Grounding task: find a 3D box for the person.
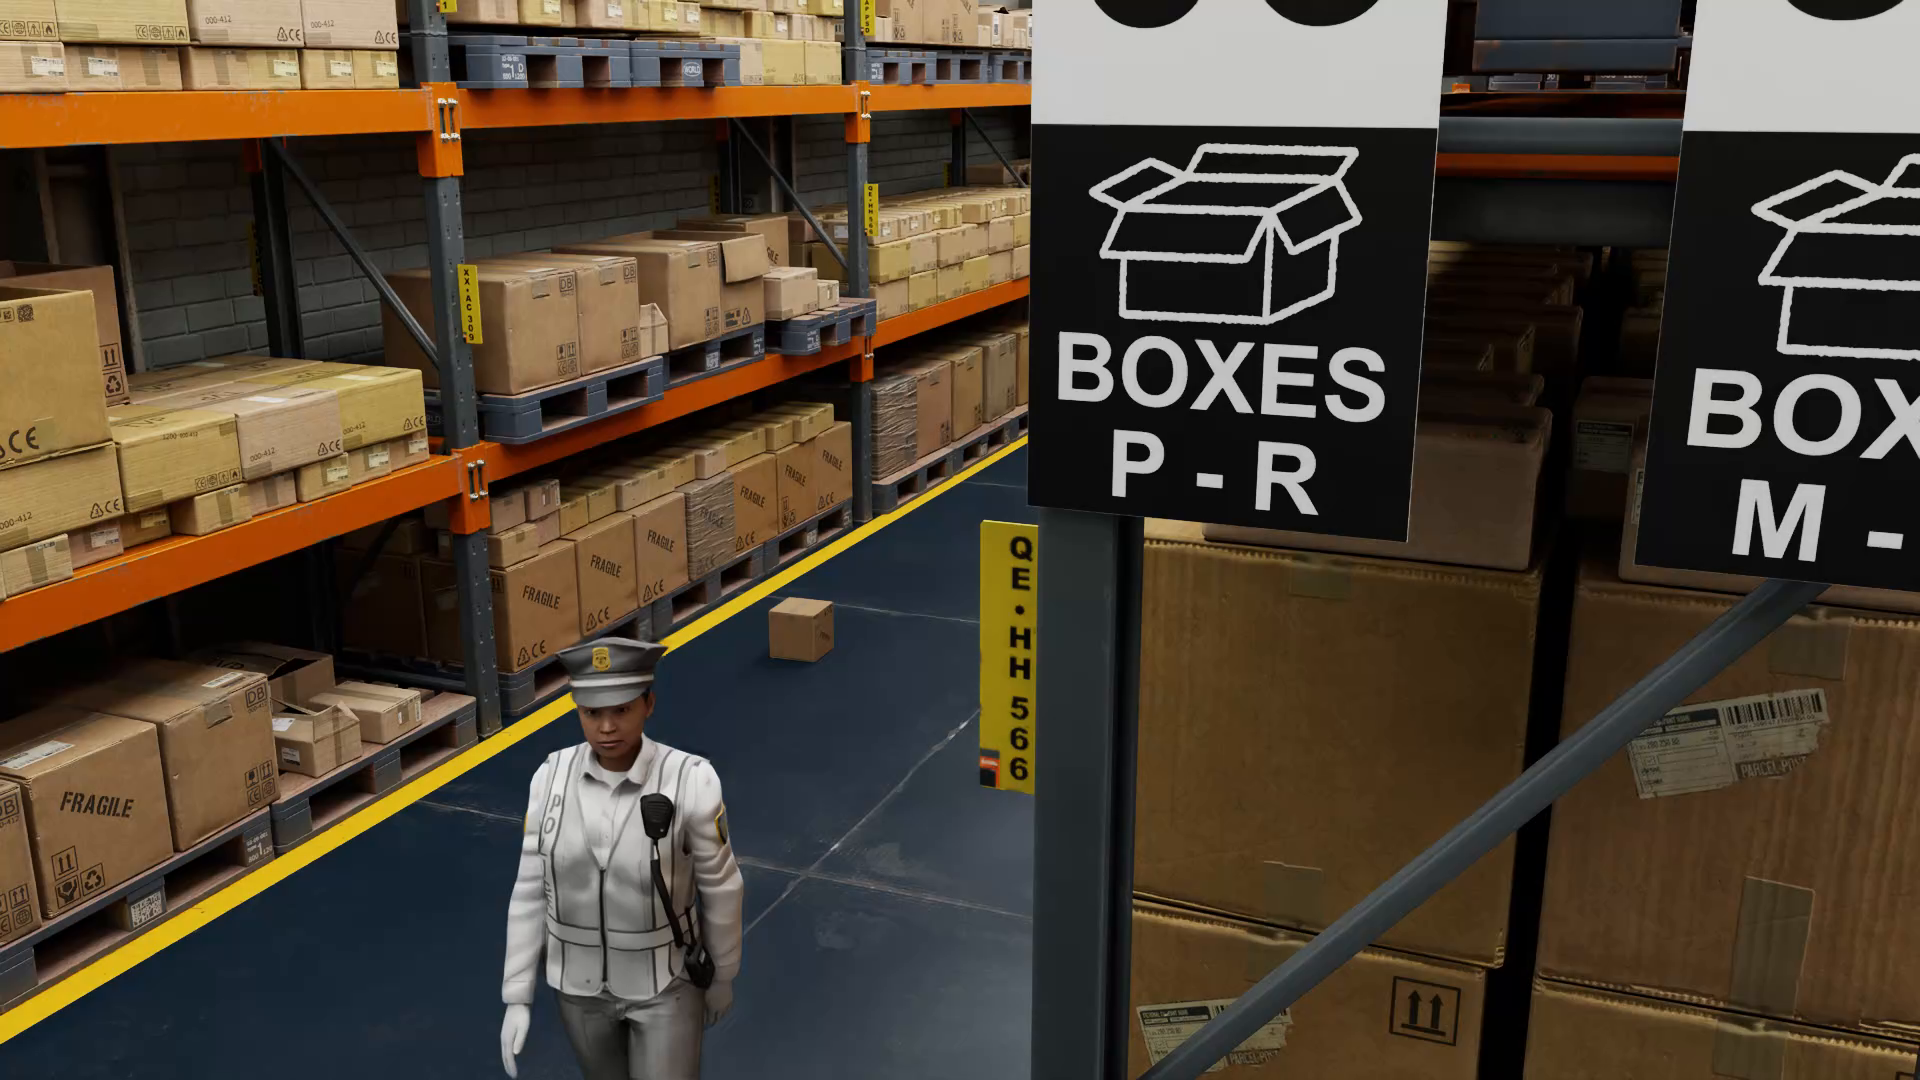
[{"bbox_3d":[3.483,-0.145,7.030,7.840,2.202,8.562,2,16,8],"label":"person"}]
